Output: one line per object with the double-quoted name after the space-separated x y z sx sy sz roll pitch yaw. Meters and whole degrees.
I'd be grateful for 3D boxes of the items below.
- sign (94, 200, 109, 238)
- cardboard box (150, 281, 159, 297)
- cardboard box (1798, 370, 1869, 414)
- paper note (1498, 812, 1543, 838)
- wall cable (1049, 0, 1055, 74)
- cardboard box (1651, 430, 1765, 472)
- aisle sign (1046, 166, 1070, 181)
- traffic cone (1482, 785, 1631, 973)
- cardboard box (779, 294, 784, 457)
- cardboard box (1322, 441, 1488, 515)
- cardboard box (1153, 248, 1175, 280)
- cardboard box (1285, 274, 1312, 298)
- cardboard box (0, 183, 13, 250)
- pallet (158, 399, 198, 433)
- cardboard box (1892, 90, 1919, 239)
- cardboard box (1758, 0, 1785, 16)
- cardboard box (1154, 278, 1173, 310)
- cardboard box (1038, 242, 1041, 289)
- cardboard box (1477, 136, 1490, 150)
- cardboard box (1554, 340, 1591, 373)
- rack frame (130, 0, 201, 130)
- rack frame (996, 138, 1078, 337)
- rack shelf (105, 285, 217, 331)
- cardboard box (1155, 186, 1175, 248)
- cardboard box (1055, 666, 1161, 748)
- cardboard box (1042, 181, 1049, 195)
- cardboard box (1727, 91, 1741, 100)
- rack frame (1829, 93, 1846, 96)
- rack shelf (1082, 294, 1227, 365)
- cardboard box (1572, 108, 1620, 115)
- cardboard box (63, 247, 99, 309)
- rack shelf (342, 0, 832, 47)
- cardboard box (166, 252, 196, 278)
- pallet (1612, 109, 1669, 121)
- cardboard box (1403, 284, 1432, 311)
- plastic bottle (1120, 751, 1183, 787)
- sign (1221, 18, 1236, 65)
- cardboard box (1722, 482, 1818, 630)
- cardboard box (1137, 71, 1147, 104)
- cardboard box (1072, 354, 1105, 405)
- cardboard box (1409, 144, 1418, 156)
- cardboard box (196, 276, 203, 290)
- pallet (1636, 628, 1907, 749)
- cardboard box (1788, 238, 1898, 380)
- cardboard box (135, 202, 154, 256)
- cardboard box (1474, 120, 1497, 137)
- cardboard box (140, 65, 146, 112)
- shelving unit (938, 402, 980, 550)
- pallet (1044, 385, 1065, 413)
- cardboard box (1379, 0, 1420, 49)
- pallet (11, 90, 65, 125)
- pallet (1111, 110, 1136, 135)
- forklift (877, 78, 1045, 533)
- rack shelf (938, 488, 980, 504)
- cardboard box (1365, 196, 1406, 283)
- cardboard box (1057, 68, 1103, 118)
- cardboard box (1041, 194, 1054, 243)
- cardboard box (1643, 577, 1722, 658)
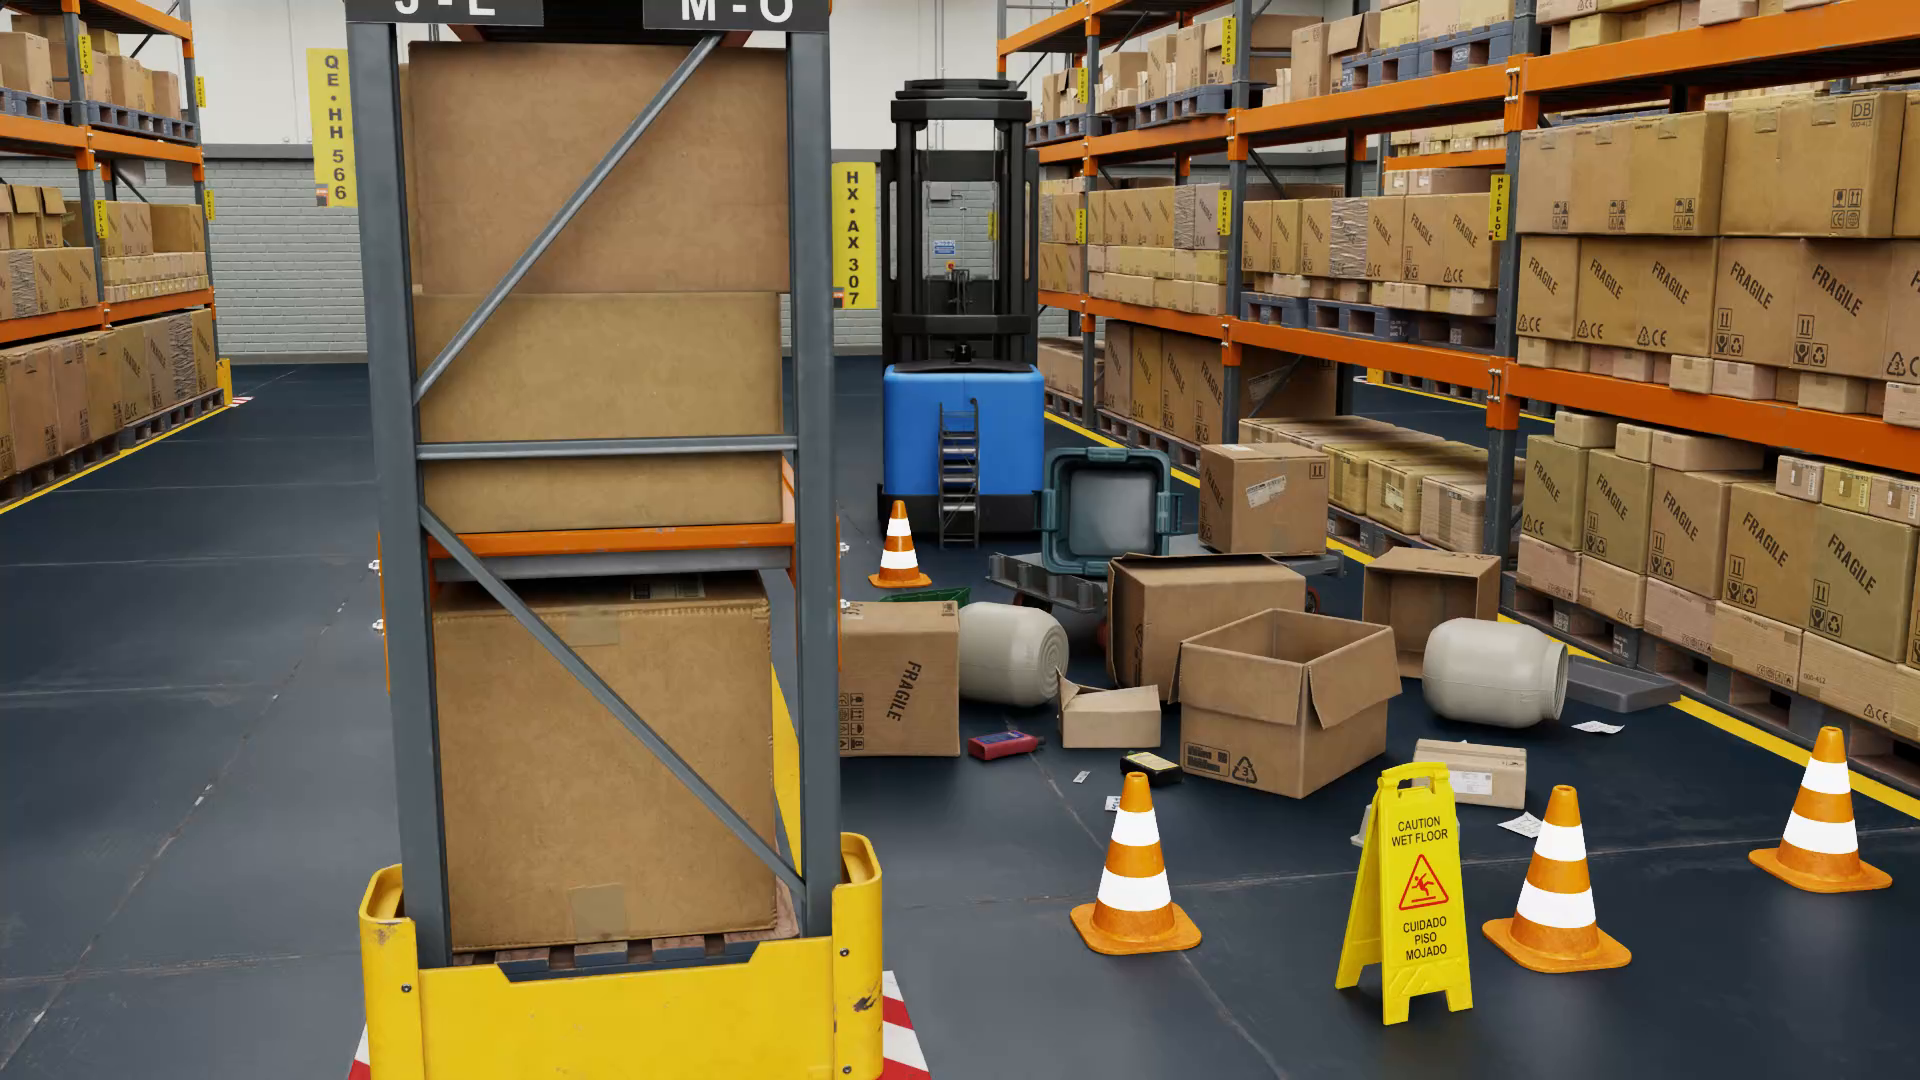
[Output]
-7.473 -2.793 14.466 0.100 0.325 0.005 -2 11 -11 "sign"
-7.987 -2.423 16.075 0.380 0.149 0.250 -2 11 -10 "cardboard box"
3.451 -0.571 6.346 0.380 0.149 0.250 -2 11 -12 "cardboard box"
1.915 0.956 5.592 0.148 0.019 0.142 -6 13 -31 "paper note"
0.295 -7.343 25.209 2.355 3.000 0.029 -2 11 -11 "wall cable"
3.246 -0.391 7.220 0.380 0.149 0.250 -1 11 -8 "cardboard box"
1.229 -4.638 20.087 0.394 0.787 0.004 -2 11 -11 "aisle sign"
1.680 0.915 4.649 0.336 0.463 0.334 -2 11 -11 "traffic cone"
-1.015 -0.550 5.165 0.875 0.550 0.550 -2 11 -11 "cardboard box"
2.889 -0.406 10.711 0.950 0.372 0.625 -2 11 -9 "cardboard box"
1.929 -2.307 13.861 0.500 0.250 0.500 -2 11 -12 "cardboard box"
2.439 -1.729 11.308 0.380 0.149 0.250 -2 11 -11 "cardboard box"
-7.613 -2.427 12.477 0.797 0.503 0.637 -2 11 -9 "cardboard box"
-8.315 -1.239 16.640 1.003 0.211 1.213 -2 11 -11 "pallet"
3.647 -1.267 5.593 0.700 0.500 0.500 -2 11 -10 "cardboard box"
3.393 -2.136 6.546 0.380 0.149 0.250 -2 11 -11 "cardboard box"
1.945 -2.065 13.922 0.500 0.250 0.500 -2 11 -12 "cardboard box"
1.072 -3.010 18.220 0.500 0.500 0.500 -2 11 -9 "cardboard box"
6.016 -4.425 18.572 0.380 0.149 0.250 -2 11 -10 "cardboard box"
3.120 -0.898 8.063 0.380 0.149 0.250 -2 11 -9 "cardboard box"
-8.781 -5.923 17.747 1.000 3.000 0.127 -2 11 -11 "rack frame"
0.939 -3.336 20.202 1.000 3.000 0.127 -2 11 -11 "rack frame"
-8.392 -2.255 16.448 1.077 0.370 4.000 -2 11 -11 "rack shelf"
1.940 -2.680 13.811 0.500 0.500 0.500 -2 11 -11 "cardboard box"
0.578 0.655 6.546 0.396 0.266 0.258 0 11 -1 "cardboard box"
1.096 -3.788 17.898 0.380 0.149 0.250 -2 11 -11 "cardboard box"
6.910 -3.891 14.429 0.380 0.149 0.250 -2 11 -11 "cardboard box"
7.363 -2.050 13.445 1.000 3.000 0.127 -2 11 -11 "rack frame"
2.106 -1.882 14.487 1.077 0.370 4.000 -2 11 -11 "rack shelf"
6.270 -4.271 16.374 0.380 0.149 0.250 -2 11 -10 "cardboard box"
-7.645 -2.215 14.046 0.500 0.500 0.500 -2 11 -11 "cardboard box"
-1.174 -1.690 5.455 1.077 0.370 4.000 -2 11 -11 "rack shelf"
-8.329 -2.876 17.389 0.500 0.250 0.500 -2 11 -12 "cardboard box"
6.848 -3.853 15.396 1.213 0.211 1.003 -2 11 -11 "pallet"
2.783 -1.397 9.565 0.380 0.149 0.250 -2 11 -12 "cardboard box"
0.685 0.836 6.139 0.133 0.061 0.283 -6 13 -31 "plastic bottle"
1.949 -3.617 12.058 0.100 0.325 0.005 -2 11 -11 "sign"
3.443 0.049 6.644 0.500 0.500 0.500 -2 11 -12 "cardboard box"
1.729 -3.868 14.213 0.396 0.266 0.258 -1 11 -6 "cardboard box"
1.700 -1.669 17.173 0.875 0.438 0.875 -2 11 -12 "cardboard box"
5.718 -4.753 20.297 0.380 0.149 0.250 -2 11 -10 "cardboard box"
-8.337 -2.751 17.801 0.380 0.149 0.250 -2 11 -10 "cardboard box"
3.679 0.581 7.081 1.003 0.211 1.213 -2 11 -11 "pallet"
3.489 -0.870 6.183 0.500 0.500 0.500 -2 11 -11 "cardboard box"
-8.040 -2.966 15.857 0.500 0.500 0.500 -2 11 -13 "cardboard box"
6.046 -4.598 18.417 0.500 0.250 0.500 -2 11 -10 "cardboard box"
-8.488 -4.460 16.425 0.700 0.500 0.500 -3 11 -15 "cardboard box"
-0.007 -0.399 10.387 0.258 0.900 0.210 0 11 -1 "shelving unit"
1.405 -1.599 18.534 1.003 0.211 1.213 -2 11 -11 "pallet"
2.826 -3.030 9.848 0.500 0.250 0.500 -2 11 -10 "cardboard box"
-7.777 -3.455 13.317 0.805 0.209 1.217 -3 11 -13 "pallet"
1.944 -3.816 15.211 0.805 0.209 1.217 -3 11 -13 "pallet"
-0.008 -1.701 11.795 1.130 2.935 3.031 0 11 -1 "forklift"
-0.007 -0.278 10.411 0.258 0.077 0.200 0 11 -1 "rack shelf"
2.766 -1.799 9.939 0.500 0.500 0.500 -2 11 -9 "cardboard box"
1.423 -4.628 17.302 0.797 0.503 0.637 -1 11 -7 "cardboard box"
1.156 -3.406 17.625 0.500 0.500 0.500 -2 11 -10 "cardboard box"
3.344 0.322 7.213 0.500 0.250 0.500 -2 11 -12 "cardboard box"
